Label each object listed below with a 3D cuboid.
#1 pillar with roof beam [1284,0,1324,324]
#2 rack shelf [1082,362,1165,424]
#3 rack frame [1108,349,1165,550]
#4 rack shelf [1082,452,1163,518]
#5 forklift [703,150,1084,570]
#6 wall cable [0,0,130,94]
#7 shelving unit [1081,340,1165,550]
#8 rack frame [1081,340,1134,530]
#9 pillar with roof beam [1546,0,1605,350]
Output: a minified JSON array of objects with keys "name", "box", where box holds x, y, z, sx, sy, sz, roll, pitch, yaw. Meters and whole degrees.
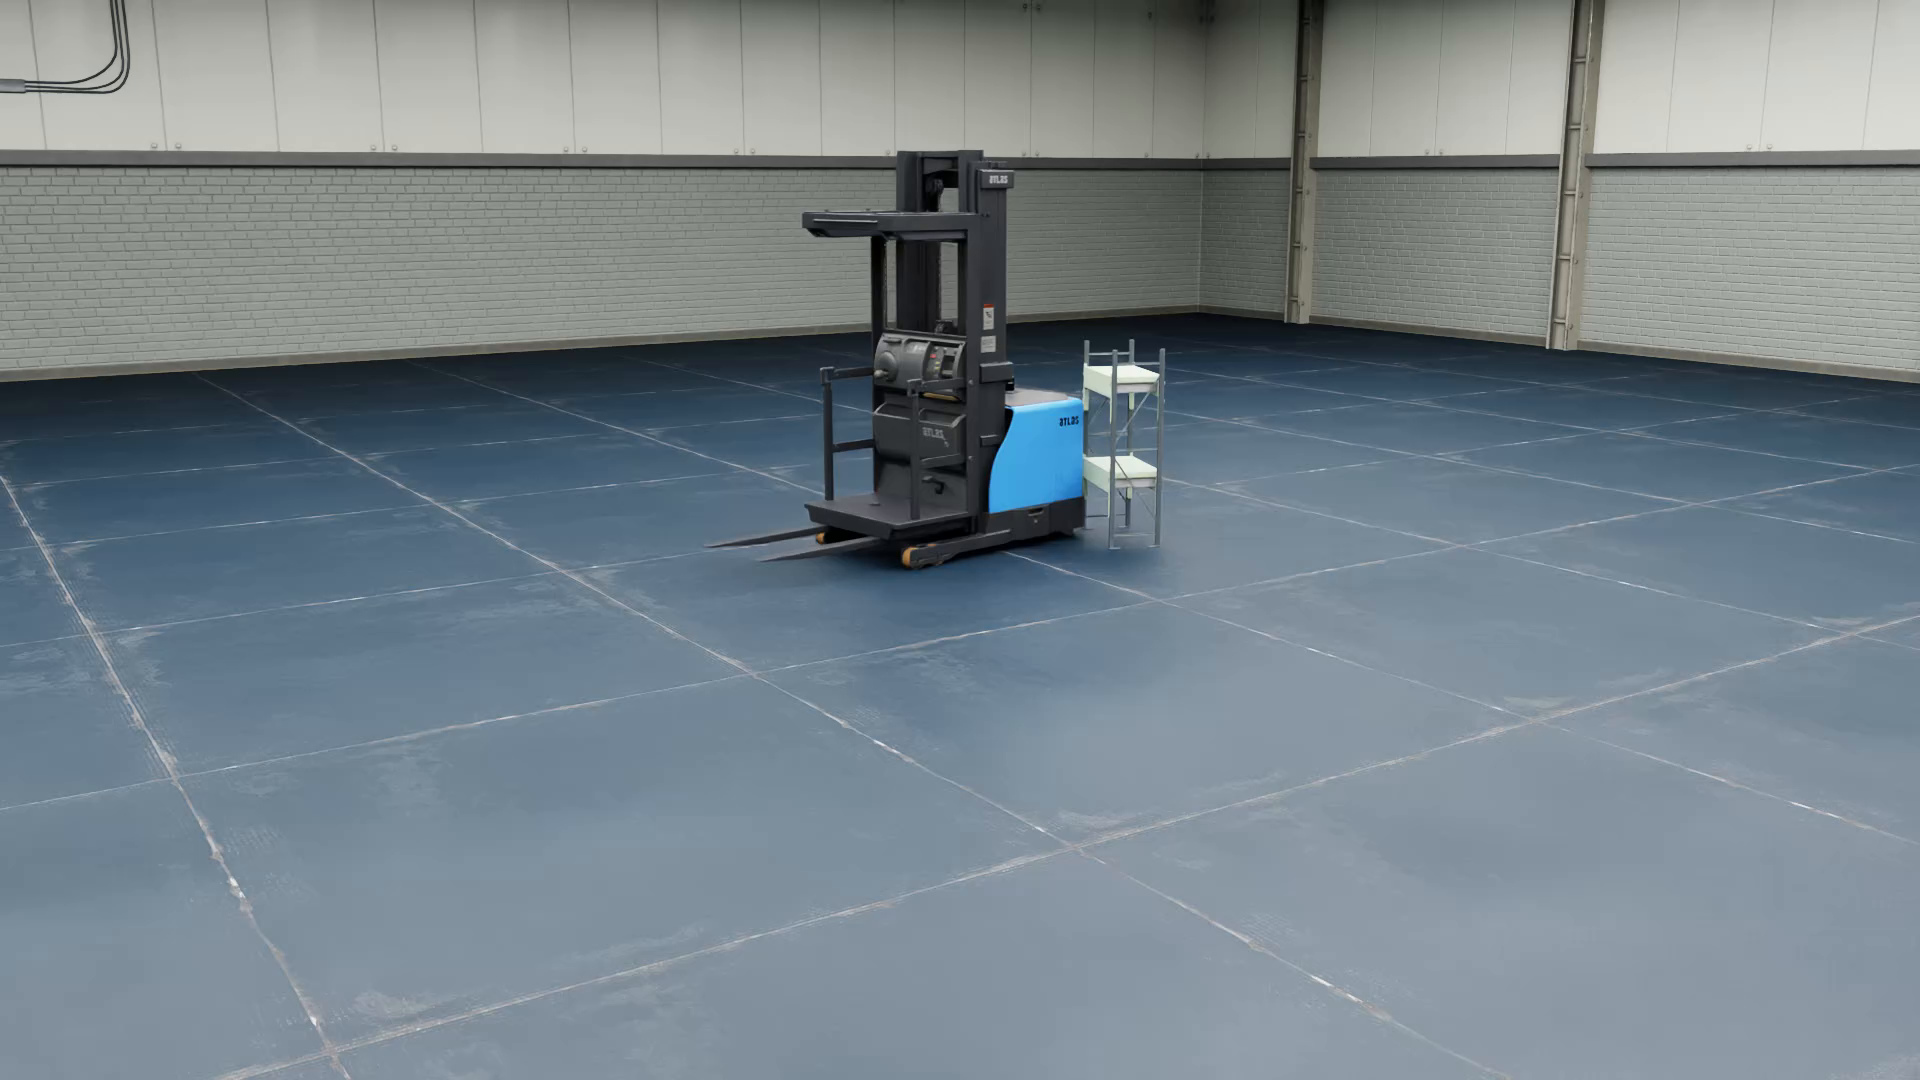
[{"name":"pillar with roof beam","box":[2.898,-8.068,28.691,9.100,9.000,0.400,-8,15,-33]},{"name":"rack shelf","box":[1.242,-1.130,12.690,0.431,0.370,0.720,-3,13,-12]},{"name":"rack frame","box":[1.319,-0.672,12.423,0.400,1.500,0.023,-3,13,-12]},{"name":"rack shelf","box":[1.242,-0.430,12.843,0.431,0.370,0.720,-3,13,-12]},{"name":"forklift","box":[-0.457,-1.341,12.134,3.031,2.935,1.130,-11,17,-41]},{"name":"wall cable","box":[-12.360,-8.312,21.846,2.305,6.003,0.169,-8,15,-33]},{"name":"shelving unit","box":[1.242,-0.748,12.773,0.431,1.500,0.755,-3,13,-12]},{"name":"rack frame","box":[1.165,-0.825,13.122,0.400,1.500,0.023,-3,13,-12]},{"name":"pillar with roof beam","box":[6.223,-7.001,23.812,9.100,9.000,0.400,-8,15,-33]}]
